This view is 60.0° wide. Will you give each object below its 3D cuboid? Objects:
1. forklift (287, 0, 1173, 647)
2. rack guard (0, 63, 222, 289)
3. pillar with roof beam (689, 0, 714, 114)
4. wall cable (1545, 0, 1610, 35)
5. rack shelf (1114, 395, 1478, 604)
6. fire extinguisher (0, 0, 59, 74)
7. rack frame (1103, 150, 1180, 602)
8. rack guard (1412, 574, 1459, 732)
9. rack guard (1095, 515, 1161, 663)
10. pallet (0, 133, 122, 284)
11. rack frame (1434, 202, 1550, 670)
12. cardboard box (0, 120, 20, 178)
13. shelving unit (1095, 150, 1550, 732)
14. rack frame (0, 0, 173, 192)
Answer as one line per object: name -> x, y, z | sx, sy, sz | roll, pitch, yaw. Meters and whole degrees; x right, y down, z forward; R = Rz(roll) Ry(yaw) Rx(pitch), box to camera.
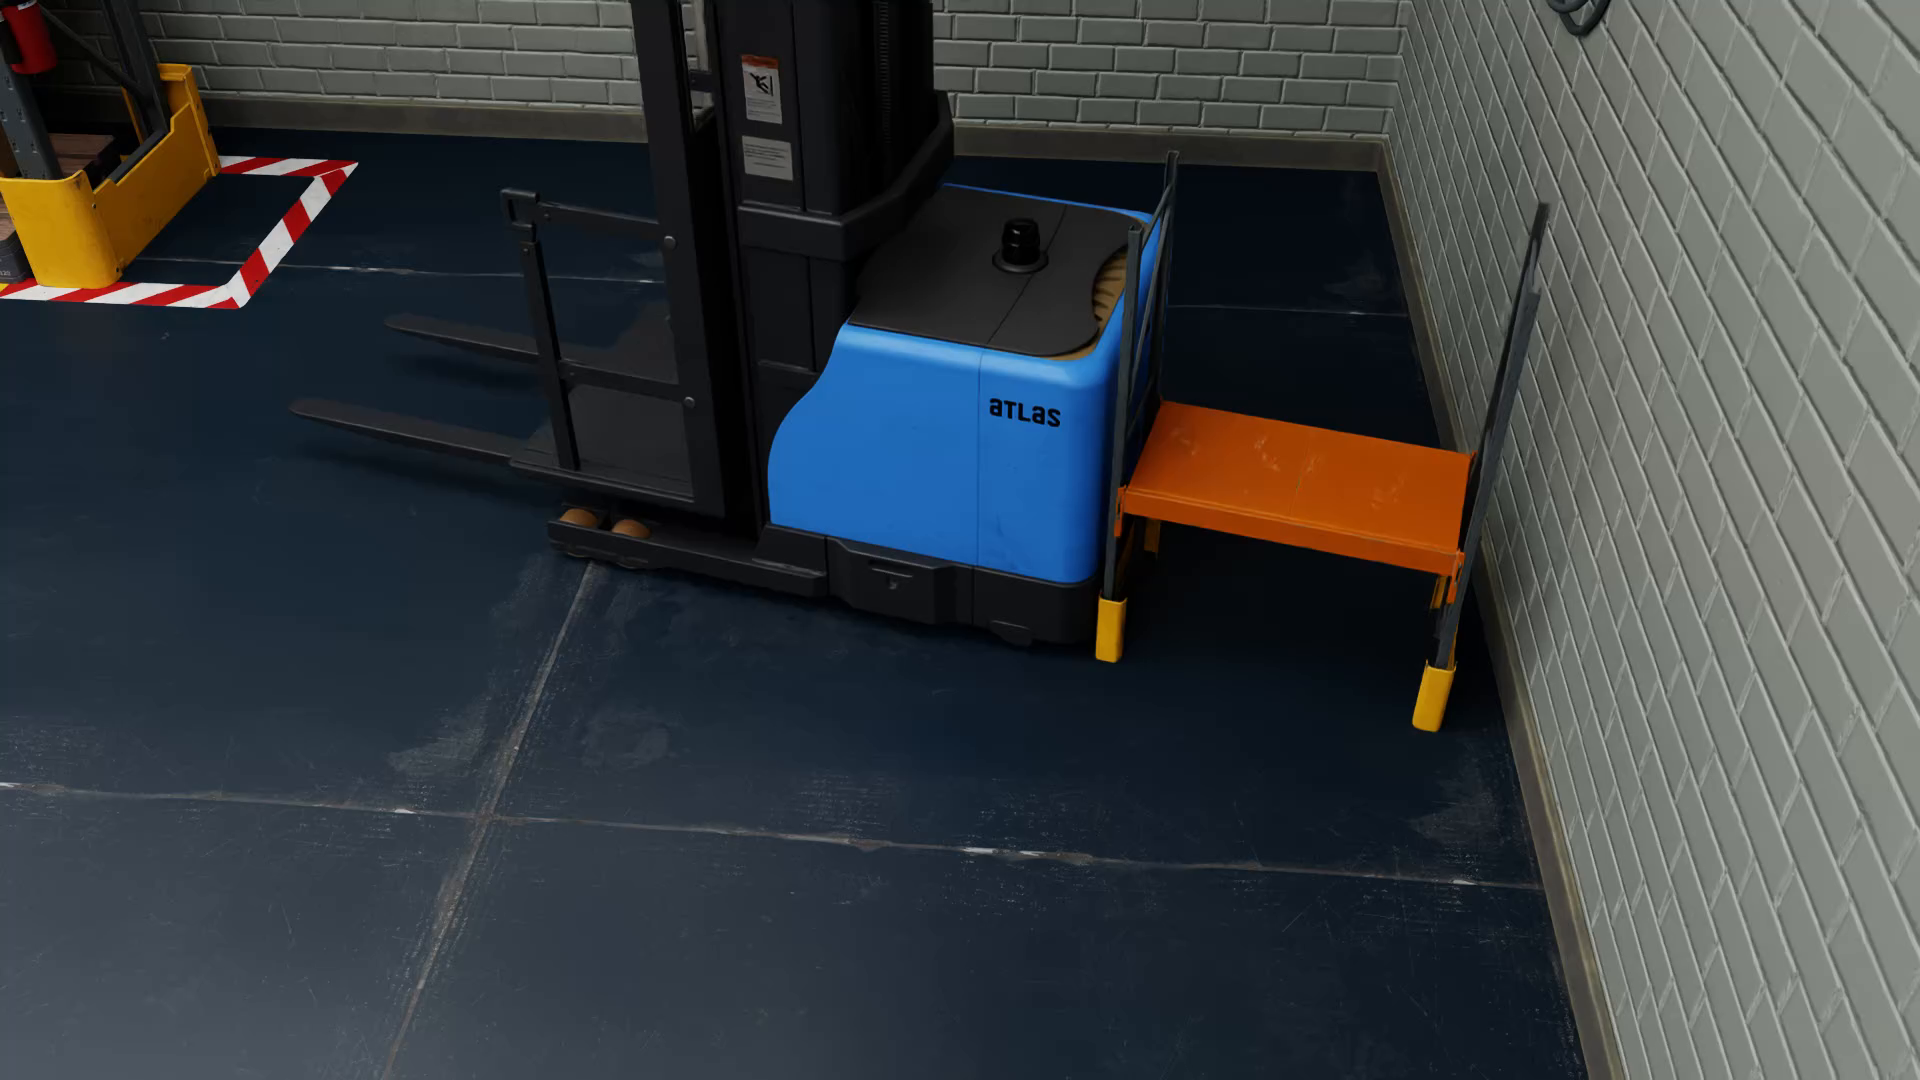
forklift -> -0.879, -1.343, 5.079 | 3.031, 2.935, 1.130 | 12, 41, 14
rack guard -> -3.732, -1.633, 7.360 | 0.348, 0.500, 1.175 | 3, 39, 4
pillar with roof beam -> -1.363, -2.619, 1.840 | 0.400, 9.000, 9.100 | 3, 39, 4
wall cable -> 1.848, -3.193, 5.004 | 0.112, 2.526, 3.097 | 3, 39, 4
rack shelf -> 1.018, -0.139, 5.018 | 1.000, 0.185, 0.538 | 12, 41, 14
fire extinguisher -> -3.646, -2.130, 6.348 | 0.183, 0.674, 0.296 | 3, 39, 4
rack frame -> 0.535, -0.377, 5.025 | 0.032, 1.500, 0.500 | 12, 41, 14
rack guard -> 1.501, 0.305, 5.178 | 0.087, 0.250, 0.587 | 12, 41, 14
rack guard -> 0.553, 0.112, 5.415 | 0.087, 0.250, 0.587 | 12, 41, 14
pallet -> -4.559, -1.516, 7.446 | 1.213, 0.211, 1.003 | 3, 39, 4
rack frame -> 1.502, -0.180, 4.783 | 0.032, 1.500, 0.500 | 12, 41, 14
cardboard box -> -4.462, -1.772, 7.198 | 0.500, 0.500, 0.700 | 3, 39, 4
shelving unit -> 1.027, -0.277, 4.902 | 1.083, 1.500, 0.587 | 12, 41, 14
rack frame -> -3.756, -2.603, 6.572 | 0.127, 3.000, 1.000 | 3, 39, 4
